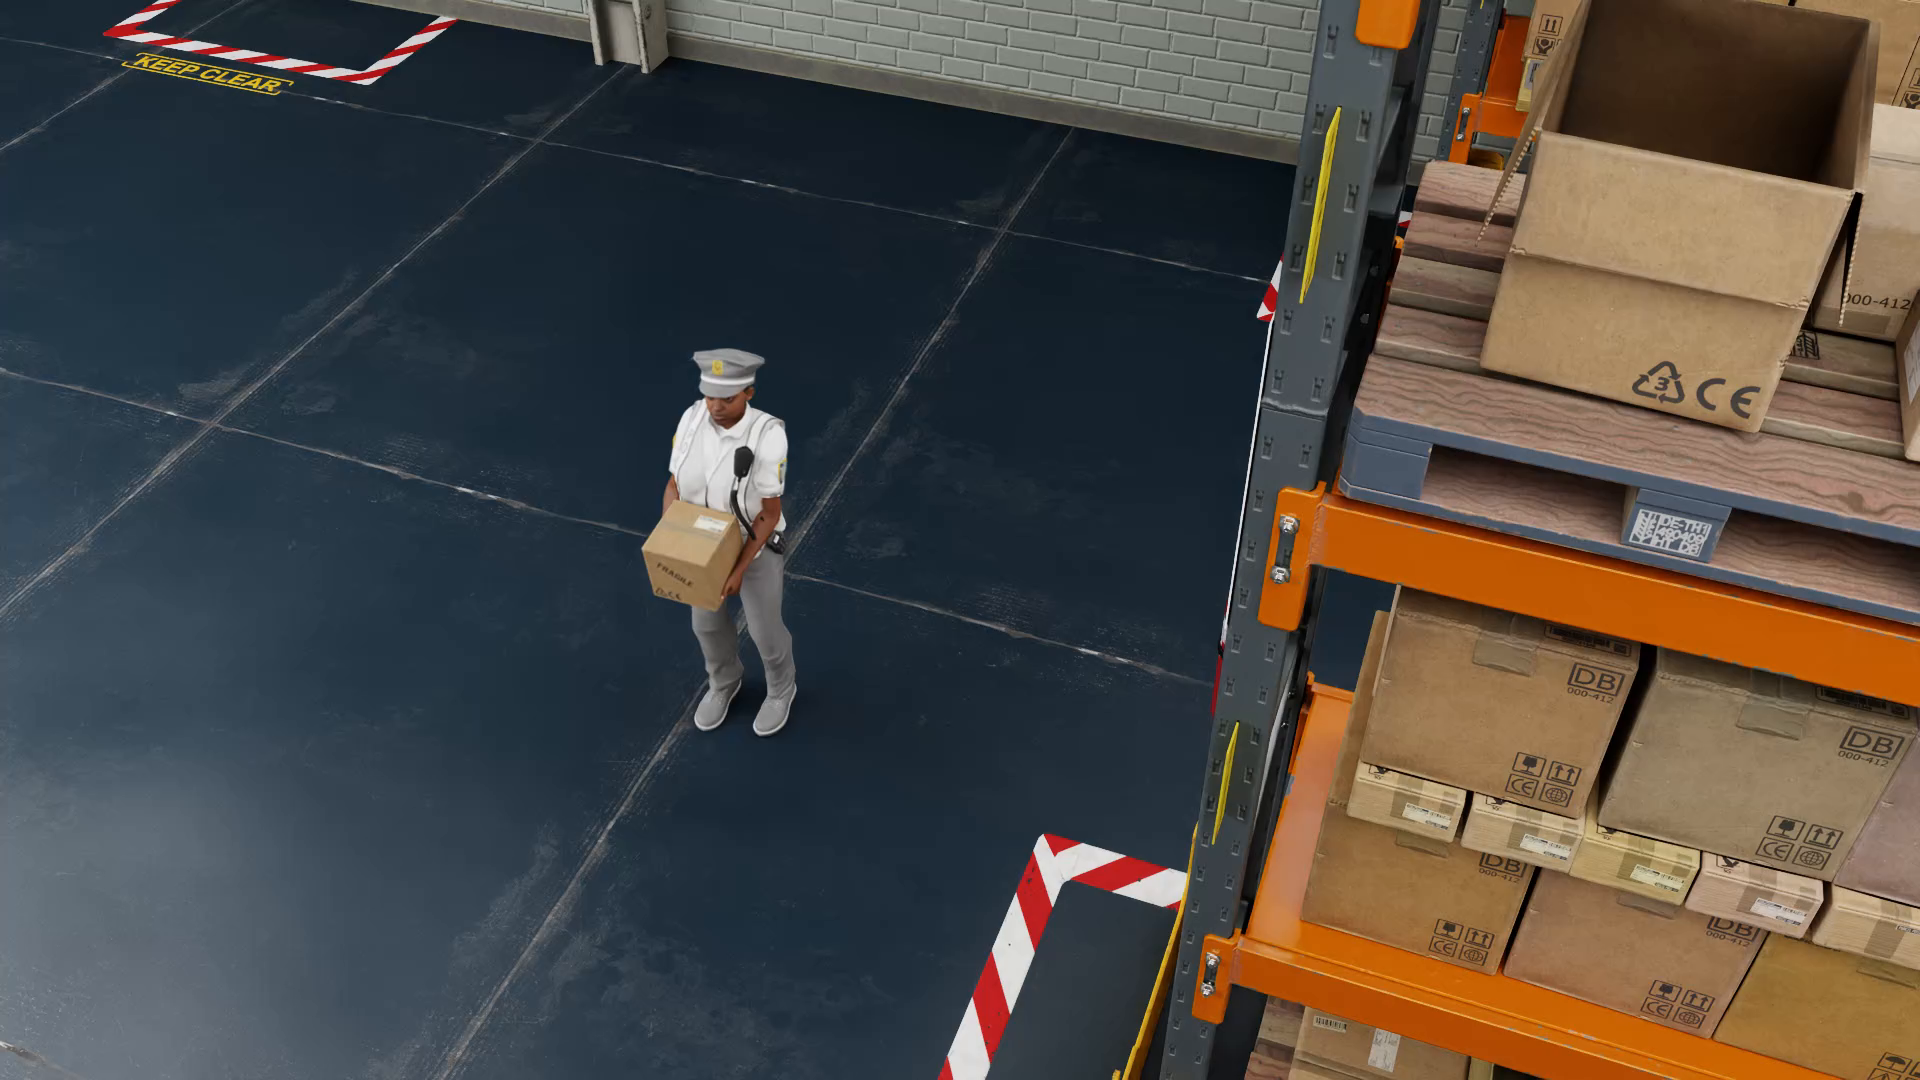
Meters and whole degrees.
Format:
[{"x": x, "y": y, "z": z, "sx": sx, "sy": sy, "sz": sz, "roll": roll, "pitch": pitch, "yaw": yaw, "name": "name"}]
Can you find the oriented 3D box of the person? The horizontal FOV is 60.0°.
[{"x": -0.860, "y": 0.055, "z": 6.083, "sx": 0.450, "sy": 1.682, "sz": 0.539, "roll": 14, "pitch": 44, "yaw": 16, "name": "person"}]
